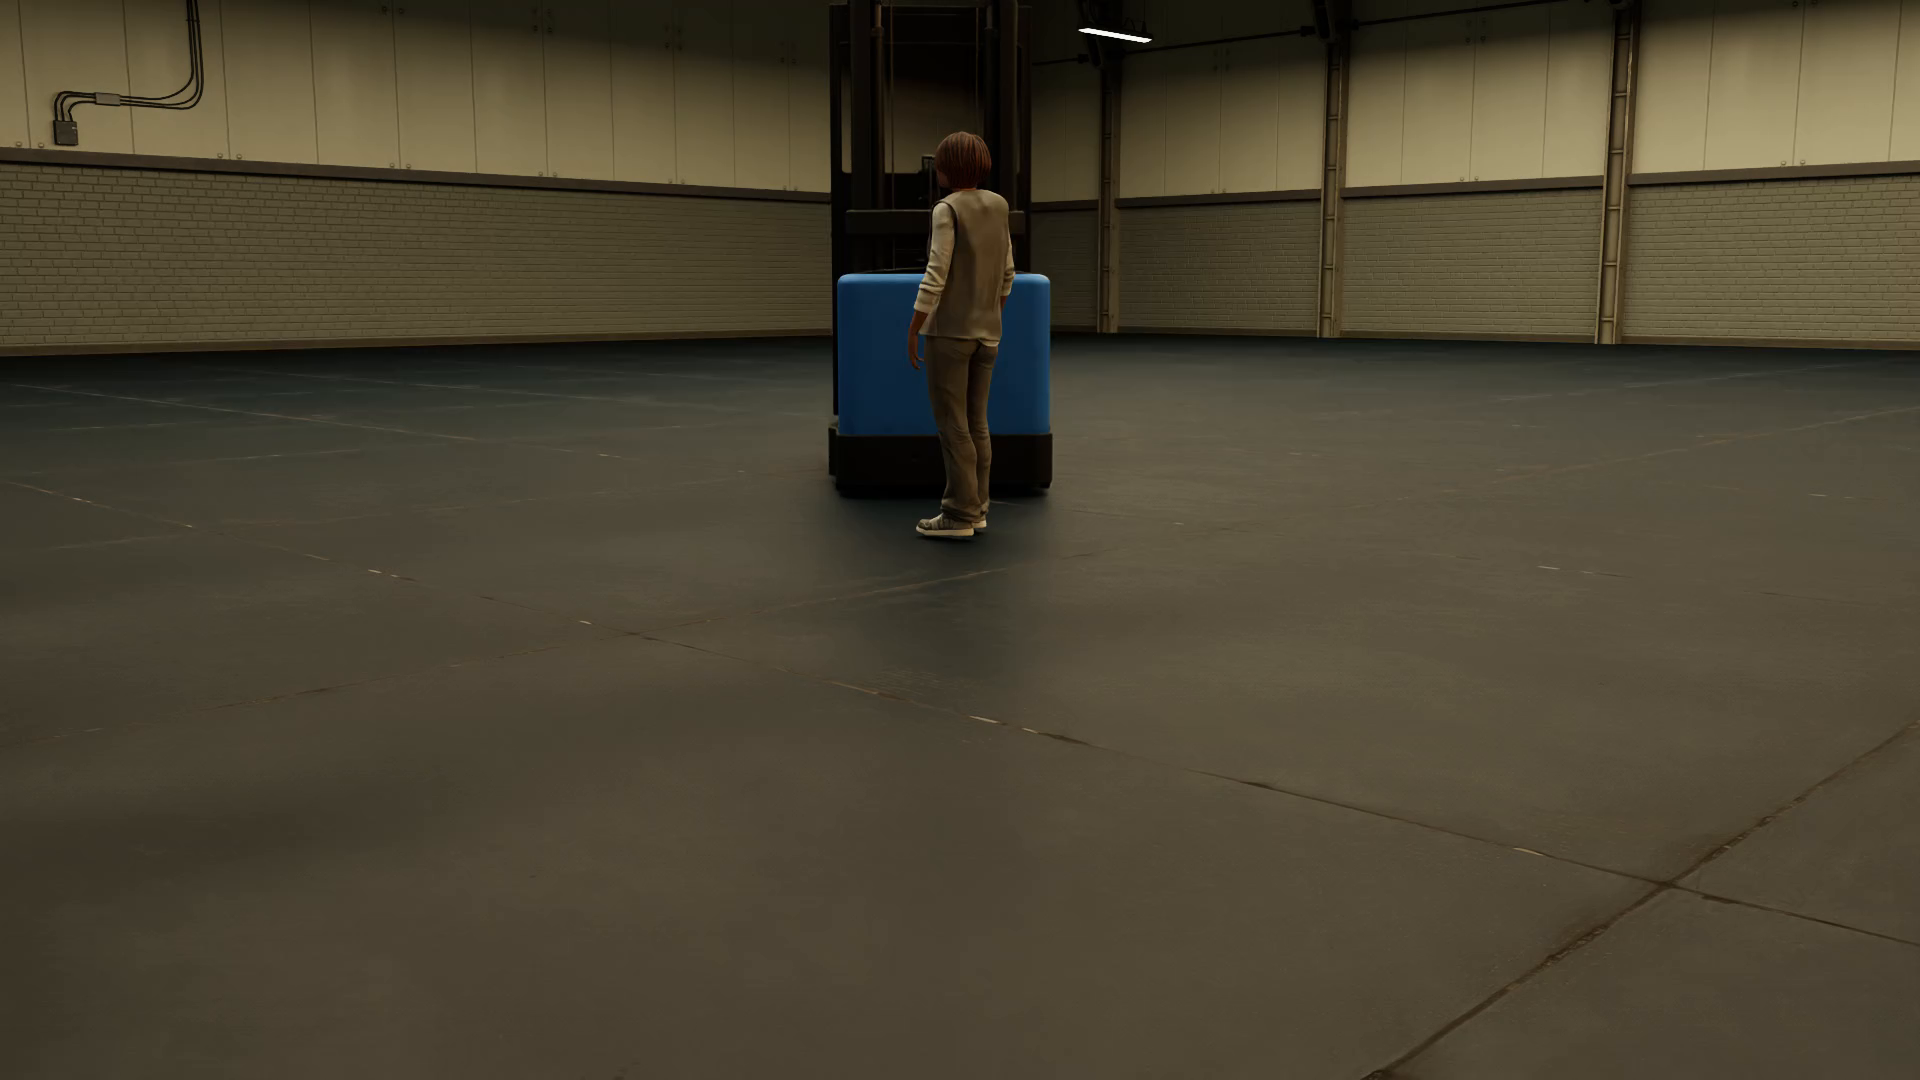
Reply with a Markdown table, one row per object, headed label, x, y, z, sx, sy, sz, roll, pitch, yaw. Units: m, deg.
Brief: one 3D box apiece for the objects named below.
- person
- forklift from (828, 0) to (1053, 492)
| label | x | y | z | sx | sy | sz | roll | pitch | yaw |
| --- | --- | --- | --- | --- | --- | --- | --- | --- | --- |
| person | -0.043 | -0.806 | 6.658 | 0.474 | 1.598 | 0.519 | 8 | 12 | 43 |
| forklift | -0.177 | -1.868 | 9.277 | 1.130 | 2.935 | 3.031 | -1 | 9 | -4 |
